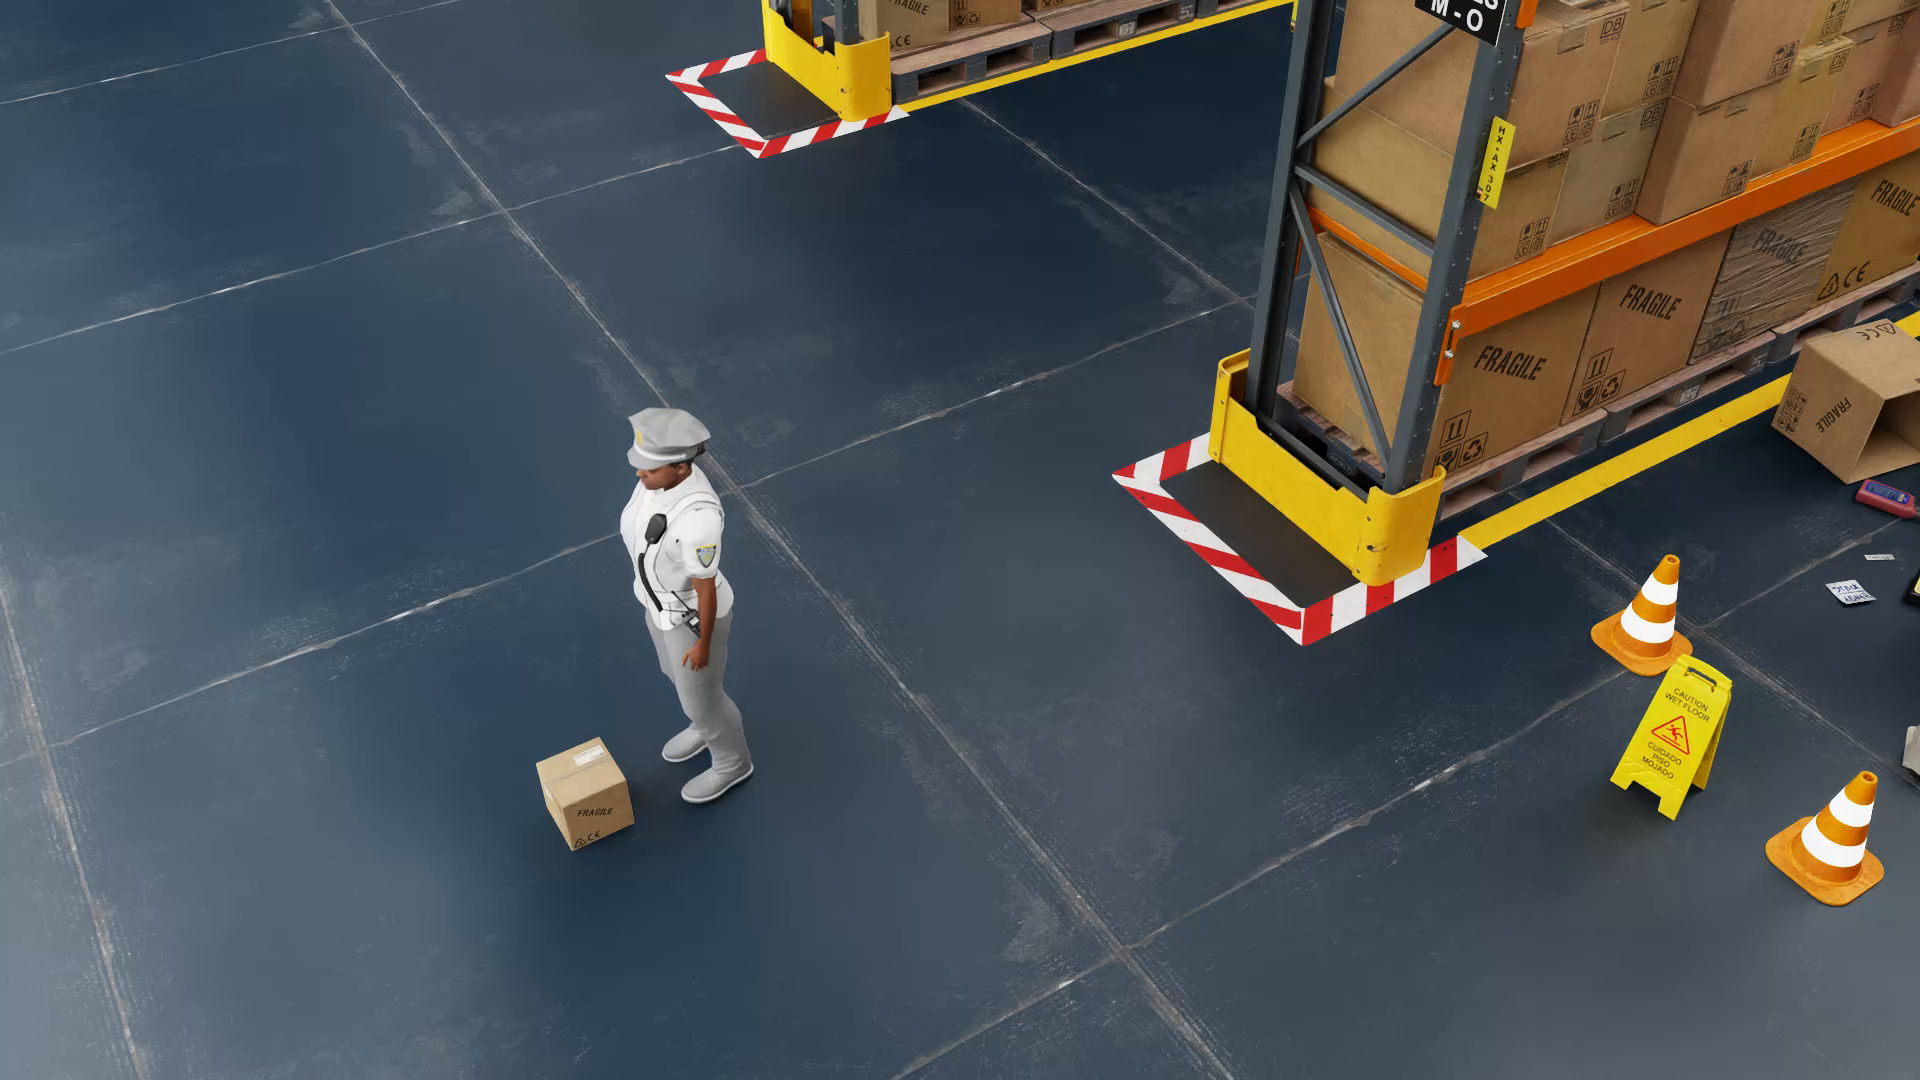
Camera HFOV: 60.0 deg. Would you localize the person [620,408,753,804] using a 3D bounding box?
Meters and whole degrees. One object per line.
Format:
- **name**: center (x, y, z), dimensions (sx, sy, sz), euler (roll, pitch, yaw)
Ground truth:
- **person**: center (-0.973, 0.249, 5.869), dimensions (0.340, 1.688, 0.436), euler (-21, 45, -23)
